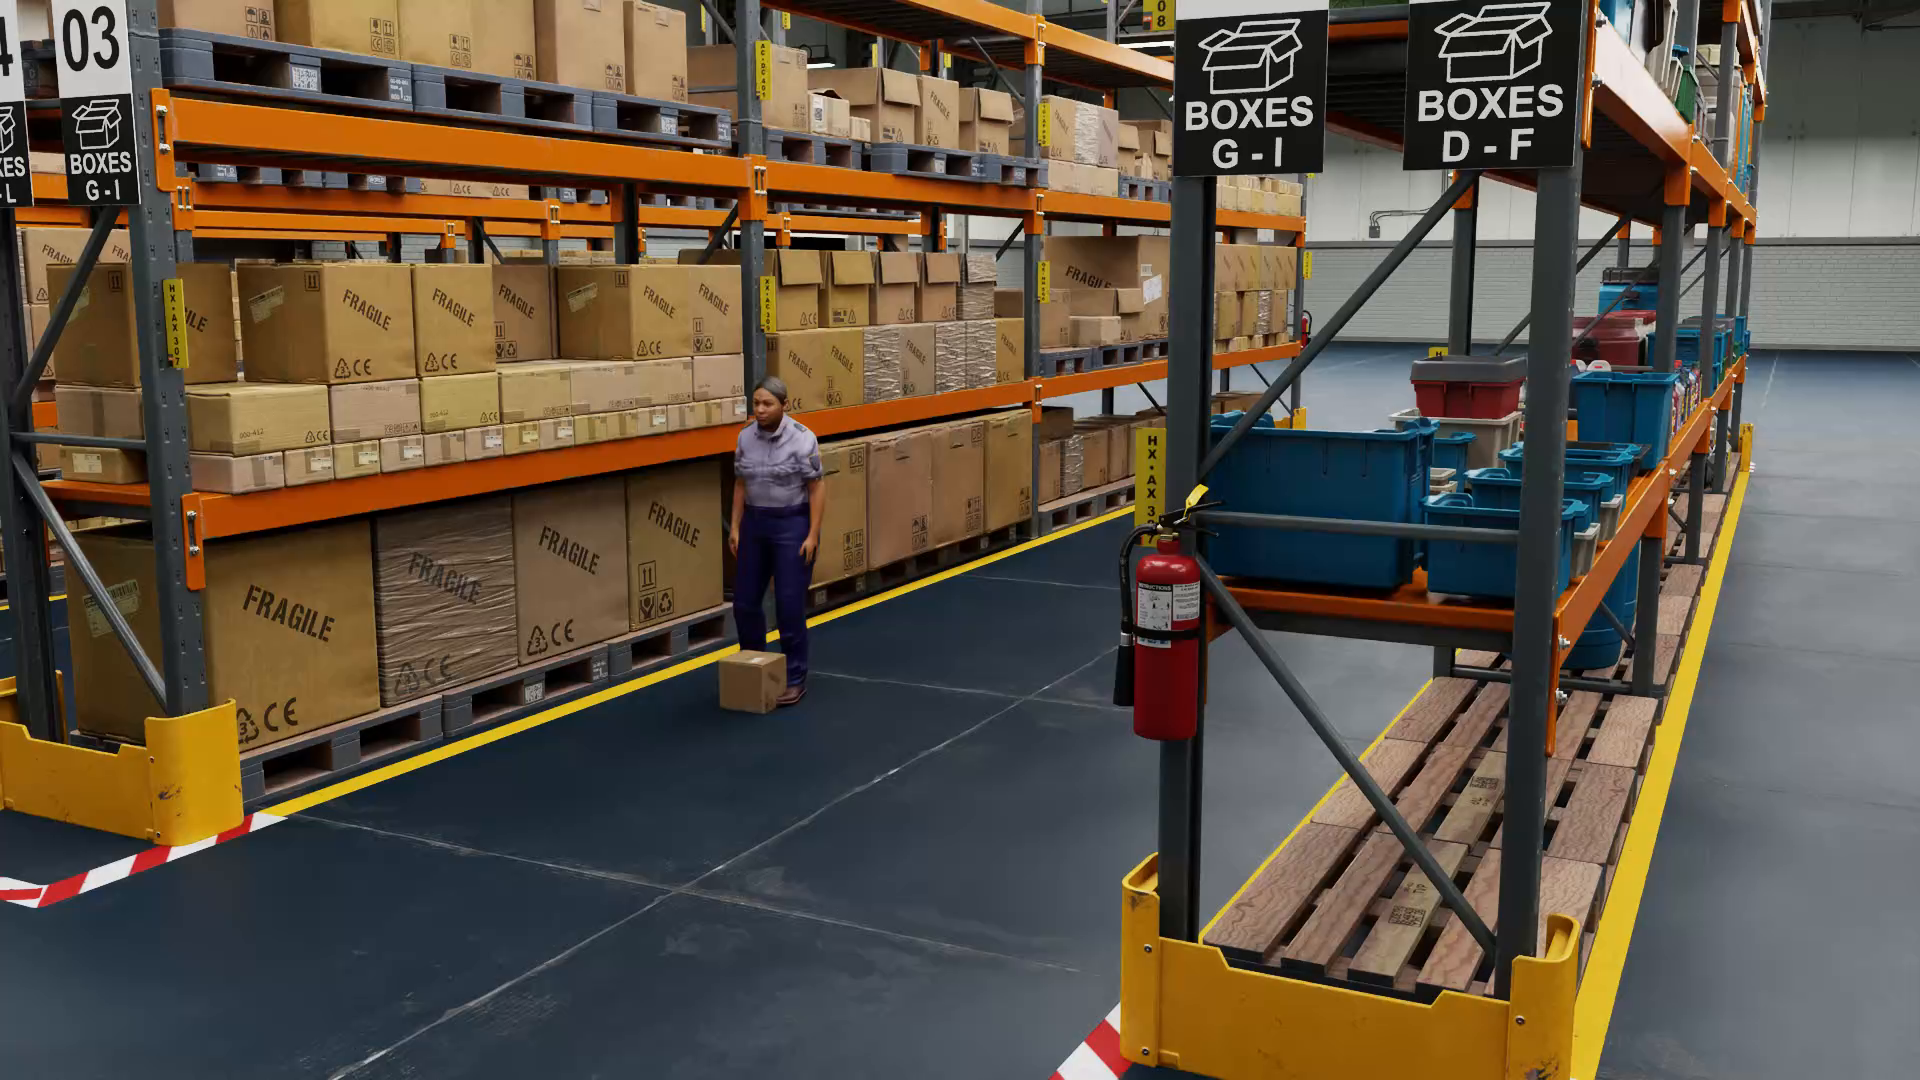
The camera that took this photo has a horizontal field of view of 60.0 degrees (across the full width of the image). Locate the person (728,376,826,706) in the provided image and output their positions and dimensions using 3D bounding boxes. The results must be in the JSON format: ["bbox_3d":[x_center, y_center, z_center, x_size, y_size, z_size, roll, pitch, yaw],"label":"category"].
[{"bbox_3d":[-0.957,-0.008,8.458,0.543,1.647,0.423,4,10,24],"label":"person"}]
